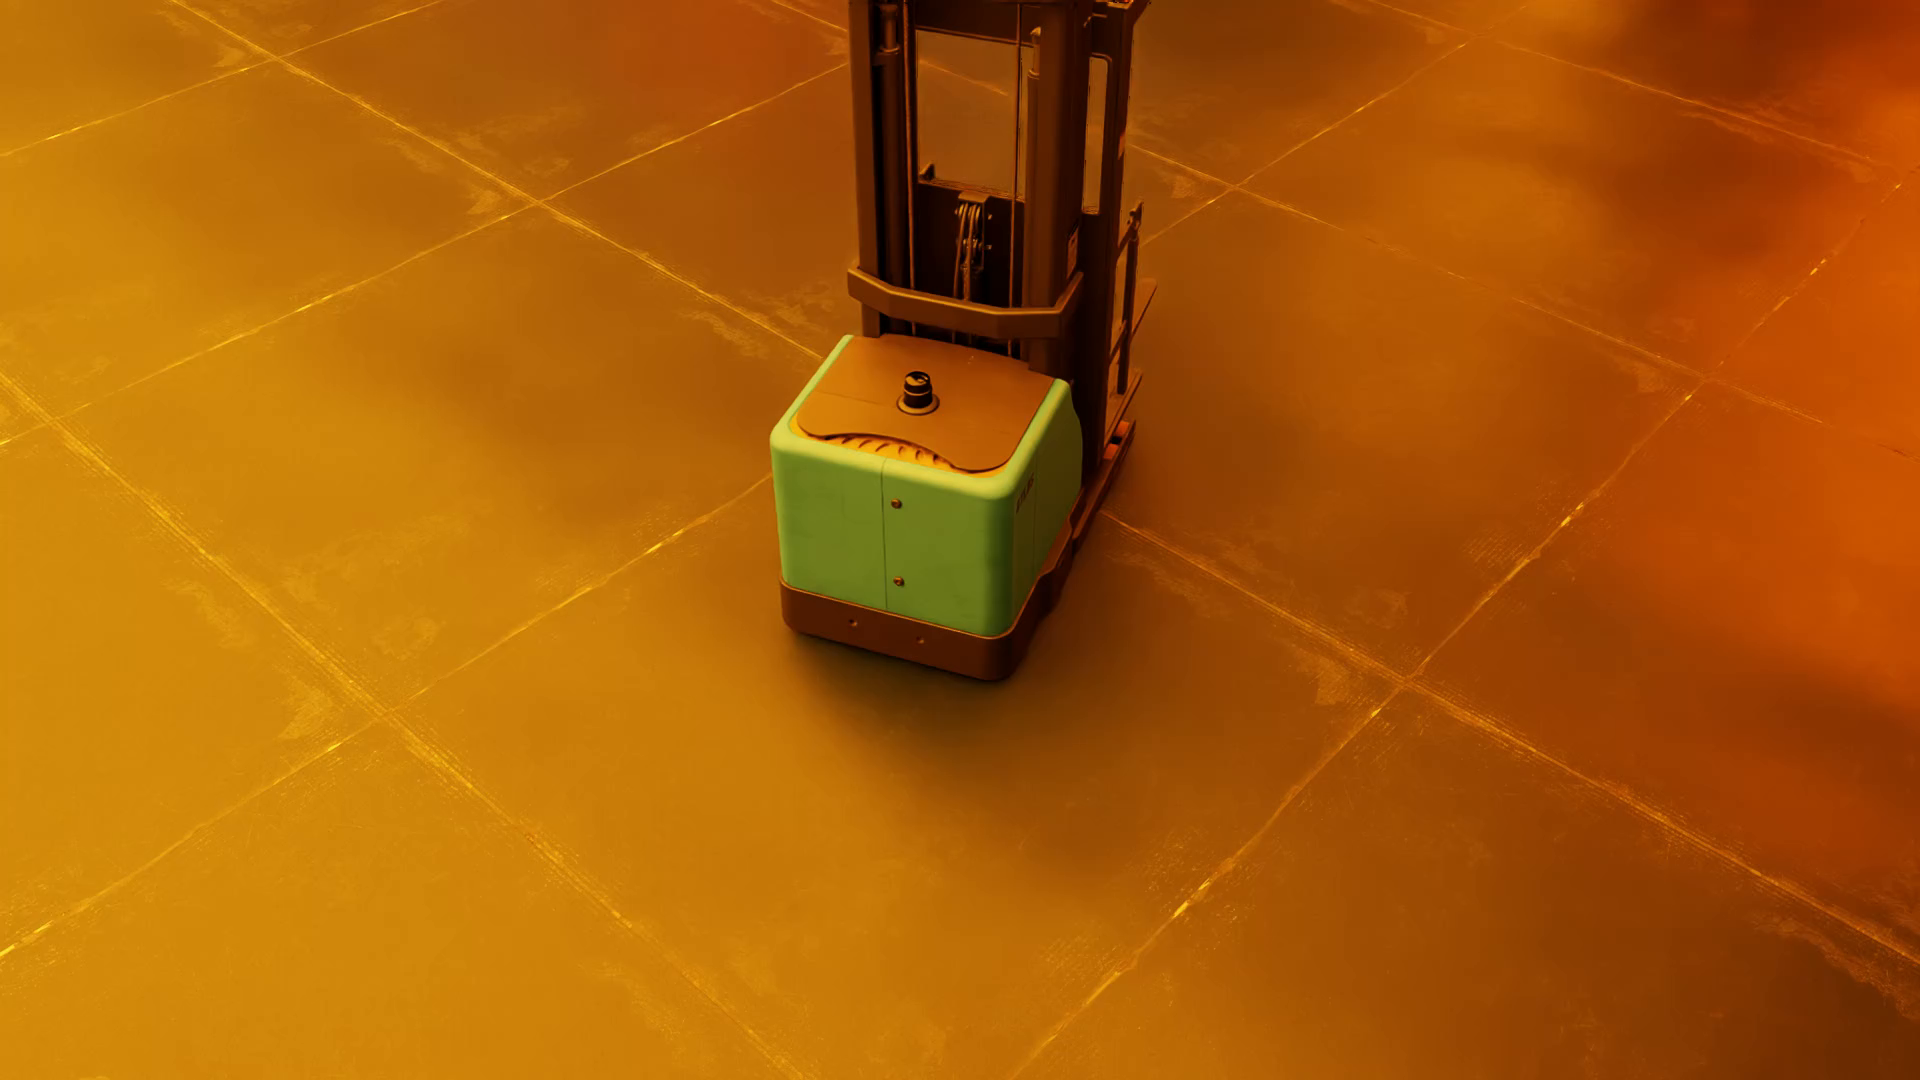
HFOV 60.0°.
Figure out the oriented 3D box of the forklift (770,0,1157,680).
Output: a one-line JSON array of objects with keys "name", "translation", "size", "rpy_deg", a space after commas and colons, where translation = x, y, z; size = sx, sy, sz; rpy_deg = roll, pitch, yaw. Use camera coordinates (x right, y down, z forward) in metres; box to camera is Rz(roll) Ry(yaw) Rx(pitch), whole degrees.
[{"name": "forklift", "translation": [0.220, -1.499, 7.176], "size": [1.130, 2.935, 3.031], "rpy_deg": [14, 42, 15]}]
